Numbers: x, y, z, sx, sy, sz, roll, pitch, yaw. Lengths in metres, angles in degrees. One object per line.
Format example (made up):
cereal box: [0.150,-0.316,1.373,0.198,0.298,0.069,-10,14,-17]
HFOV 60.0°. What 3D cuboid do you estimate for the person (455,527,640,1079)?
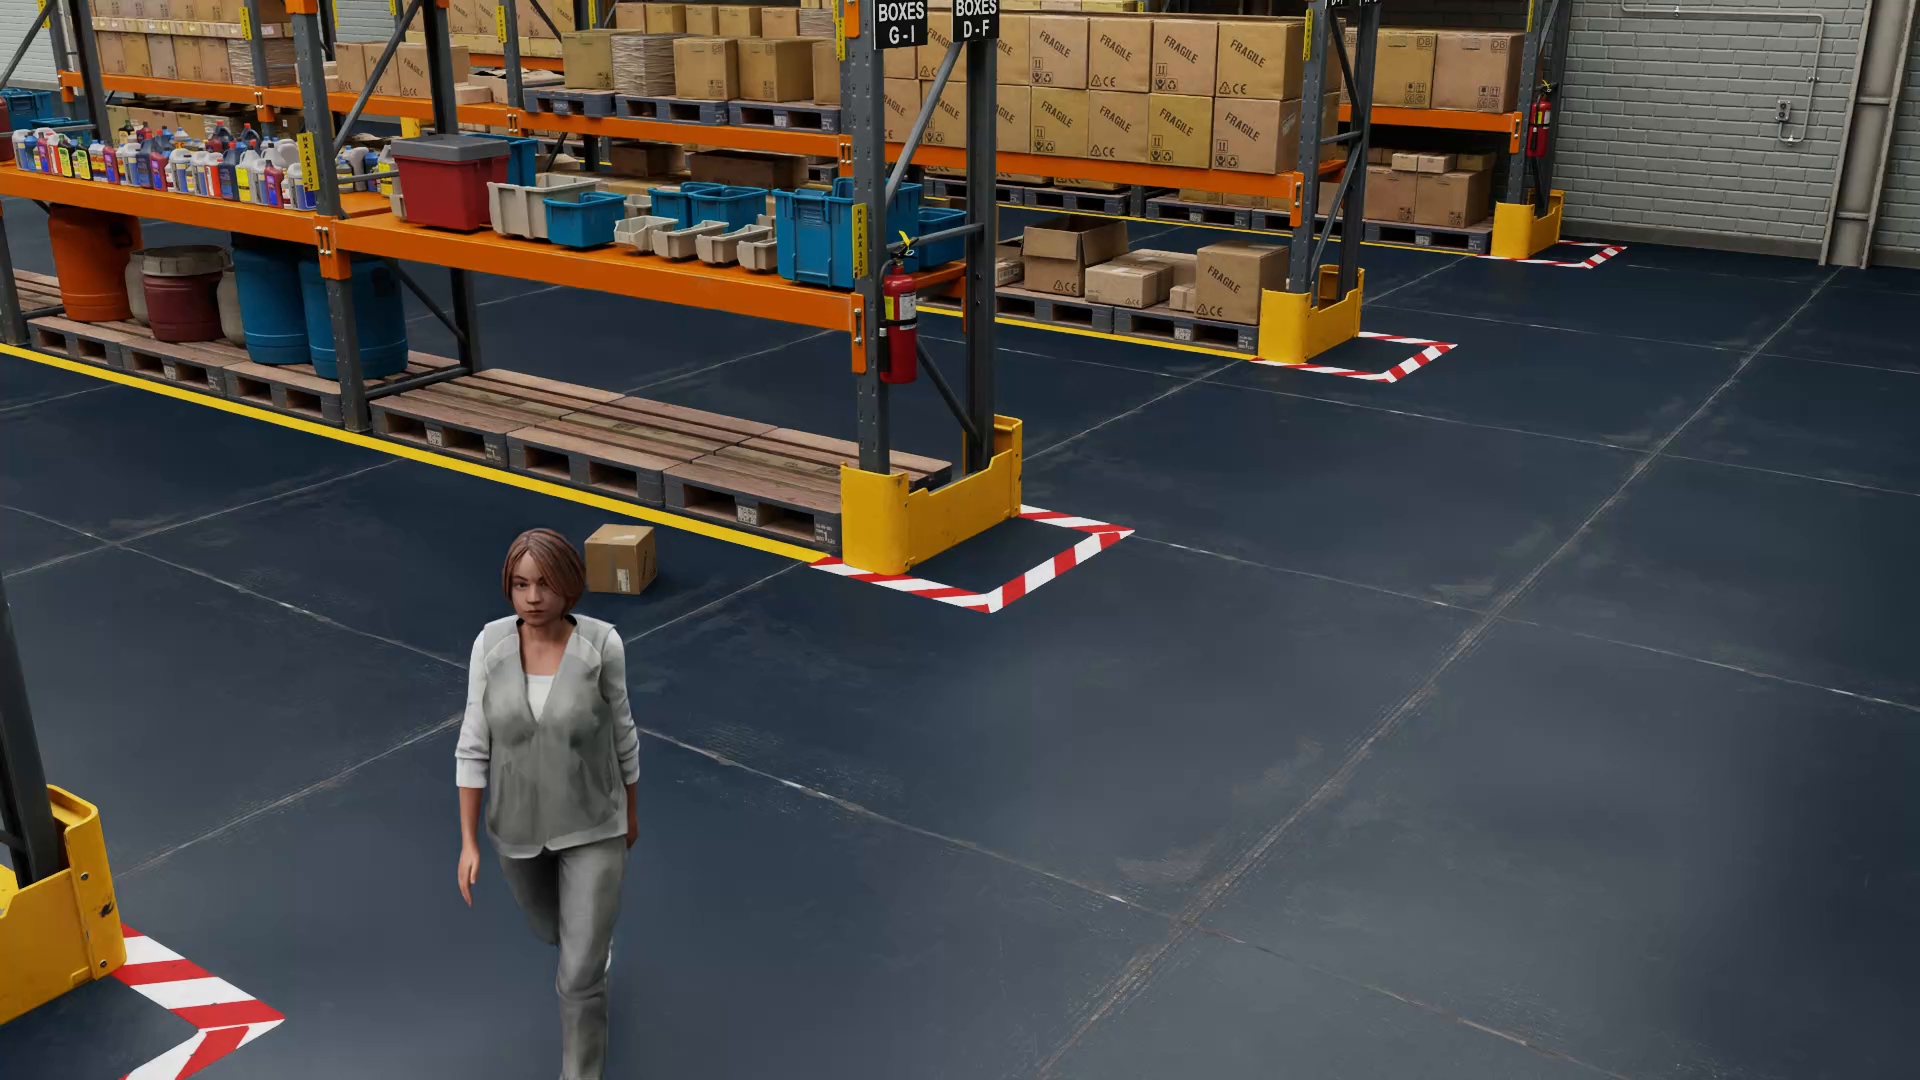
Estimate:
person: [-1.014,0.719,4.129,0.416,1.530,0.936,1,20,2]
